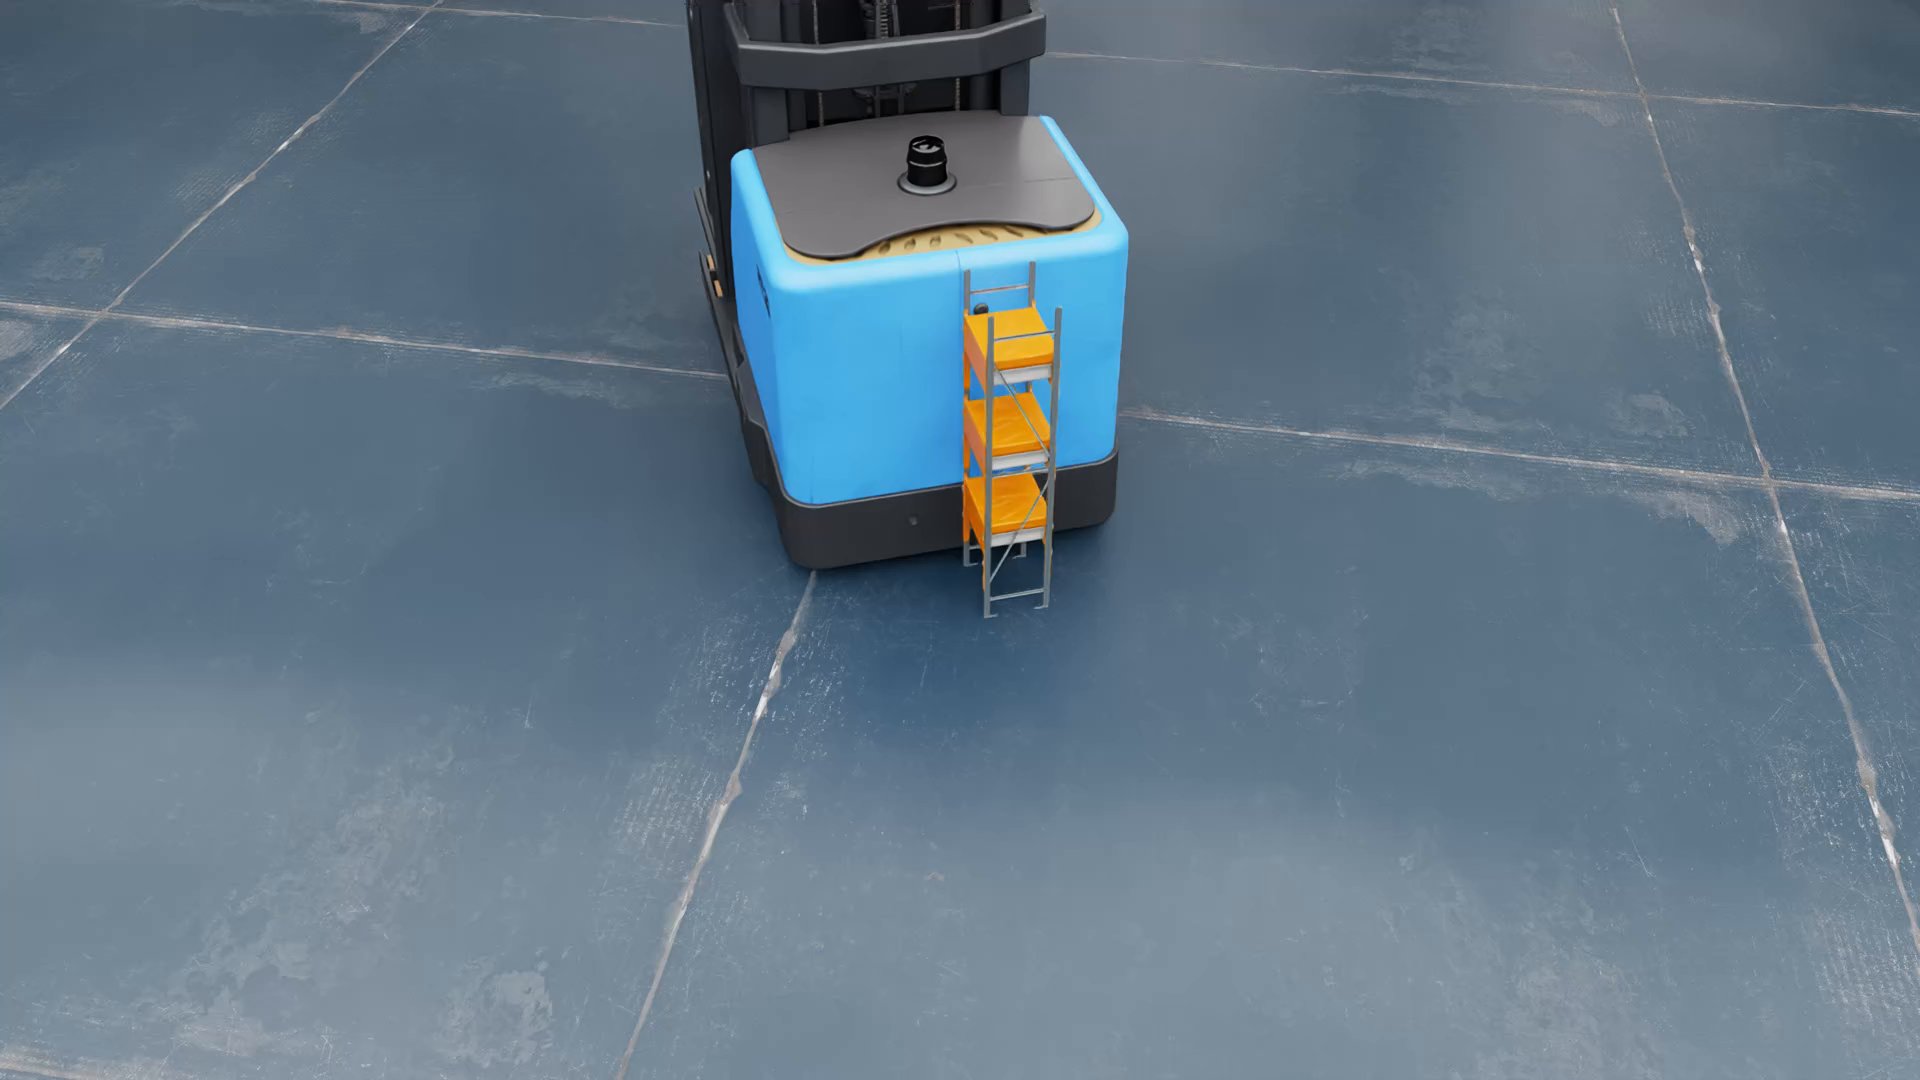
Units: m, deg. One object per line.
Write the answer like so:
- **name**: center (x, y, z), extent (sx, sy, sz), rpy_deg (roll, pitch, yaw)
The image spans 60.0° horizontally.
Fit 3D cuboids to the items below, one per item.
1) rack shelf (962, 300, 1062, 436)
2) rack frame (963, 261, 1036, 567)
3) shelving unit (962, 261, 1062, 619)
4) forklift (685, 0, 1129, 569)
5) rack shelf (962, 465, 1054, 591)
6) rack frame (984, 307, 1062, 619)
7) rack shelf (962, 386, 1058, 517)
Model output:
- **rack shelf**: center (0.138, -0.473, 4.569), extent (0.215, 0.259, 0.240), rpy_deg (-9, 40, -11)
- **rack frame**: center (0.108, -0.338, 4.834), extent (0.200, 1.050, 0.008), rpy_deg (-9, 40, -11)
- **shelving unit**: center (0.138, -0.262, 4.743), extent (0.215, 1.050, 0.252), rpy_deg (-9, 40, -11)
- **forklift**: center (-0.369, -1.988, 5.355), extent (1.130, 2.935, 3.031), rpy_deg (-9, 40, -11)
- **rack shelf**: center (0.138, -0.040, 4.927), extent (0.215, 0.259, 0.240), rpy_deg (-9, 40, -11)
- **rack frame**: center (0.169, -0.187, 4.652), extent (0.200, 1.050, 0.008), rpy_deg (-9, 40, -11)
- **rack shelf**: center (0.138, -0.254, 4.750), extent (0.215, 0.259, 0.240), rpy_deg (-9, 40, -11)
